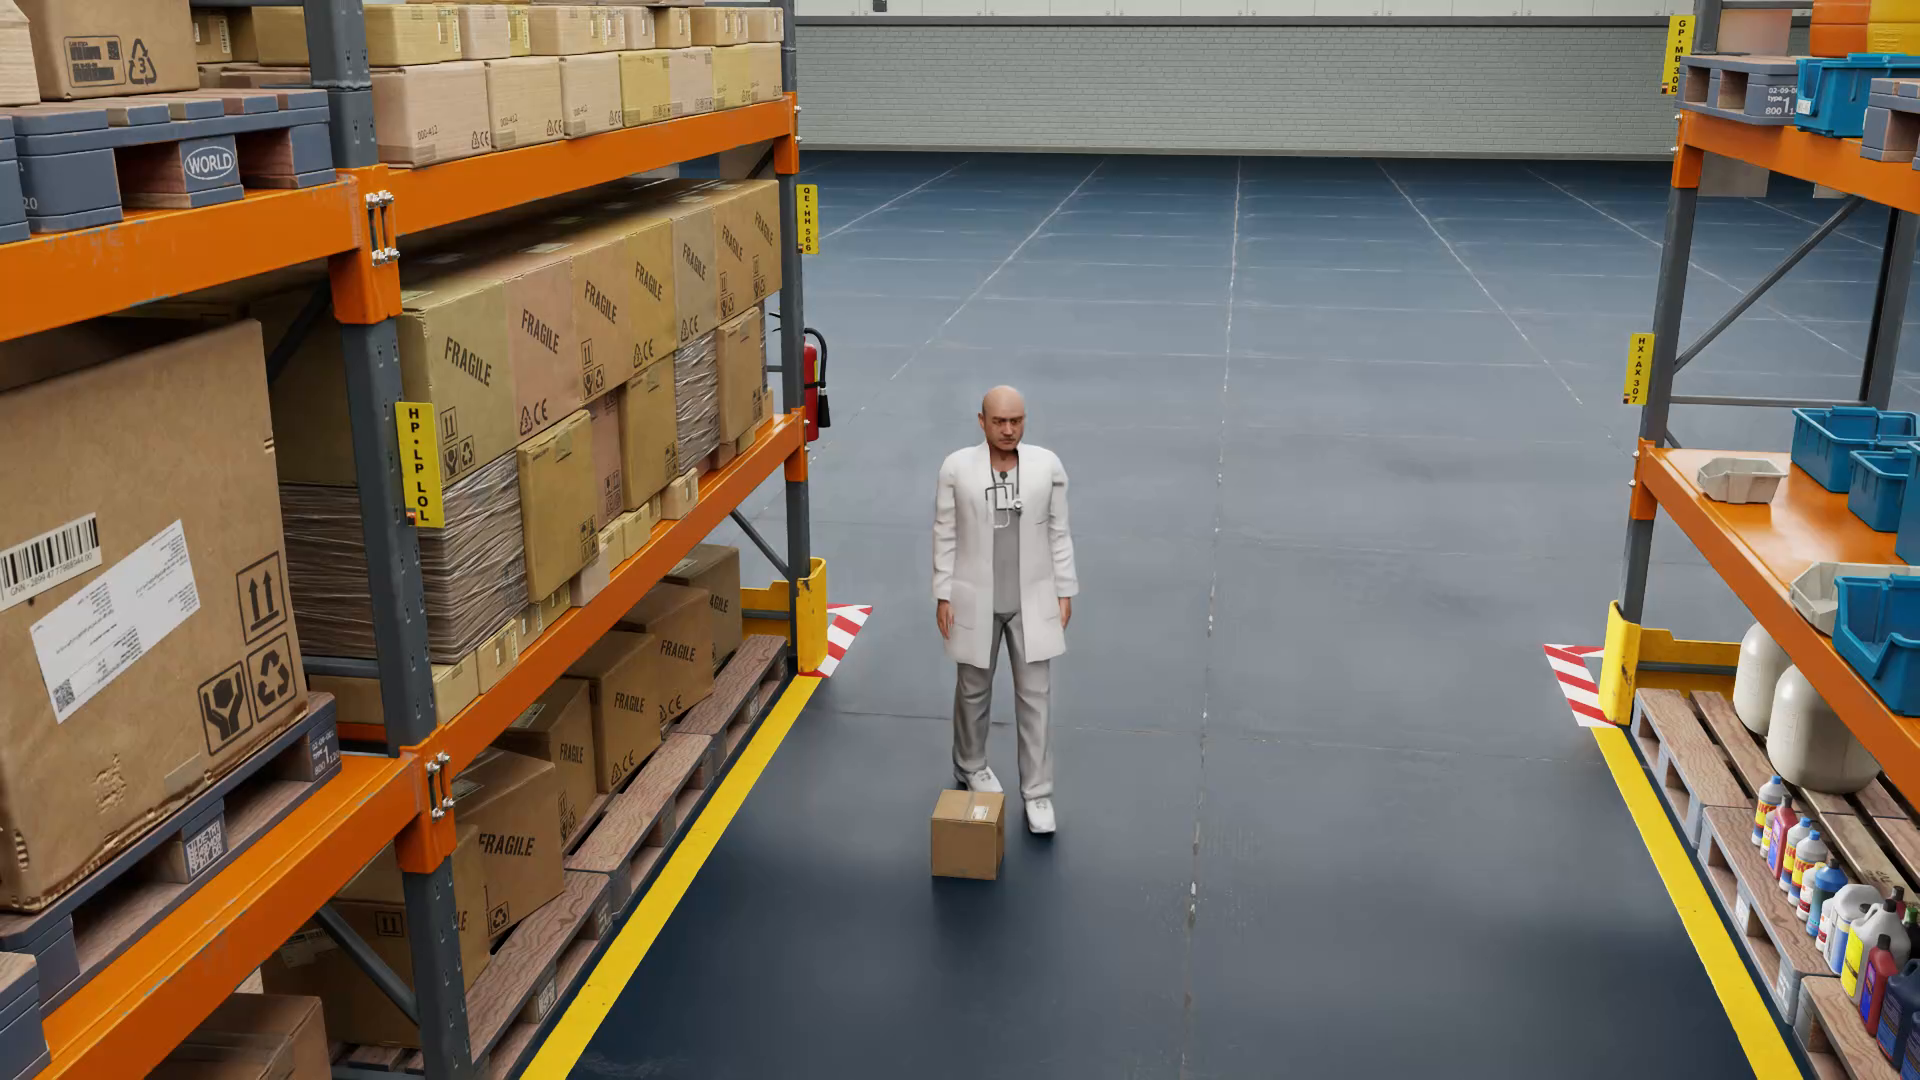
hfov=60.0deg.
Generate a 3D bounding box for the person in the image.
[{"bbox_3d":[0.193,0.269,6.715,0.608,1.778,0.663,-1,18,-3],"label":"person"}]
